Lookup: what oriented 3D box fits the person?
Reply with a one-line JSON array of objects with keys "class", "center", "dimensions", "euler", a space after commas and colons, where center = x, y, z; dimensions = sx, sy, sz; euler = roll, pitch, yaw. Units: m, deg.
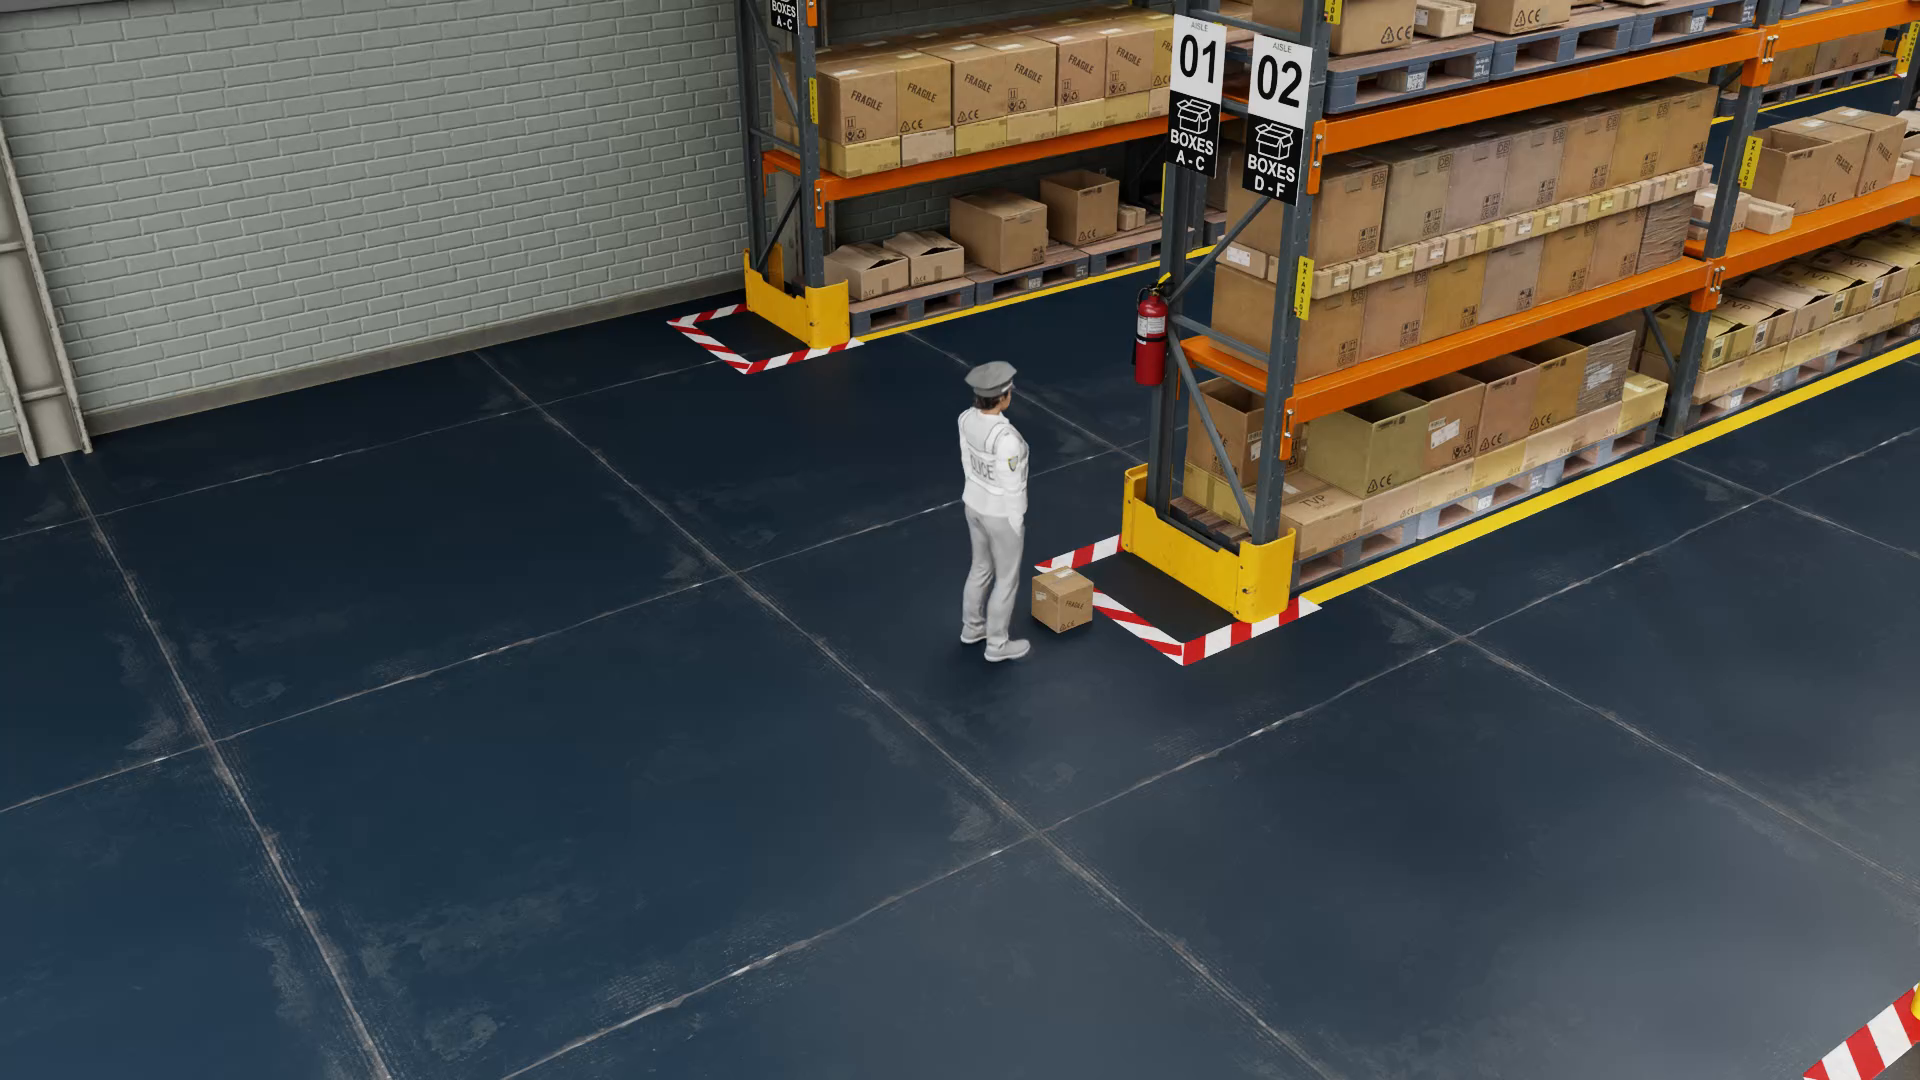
[{"class": "person", "center": [0.190, -0.157, 8.907], "dimensions": [0.329, 1.671, 0.468], "euler": [-18, 34, -29]}]
